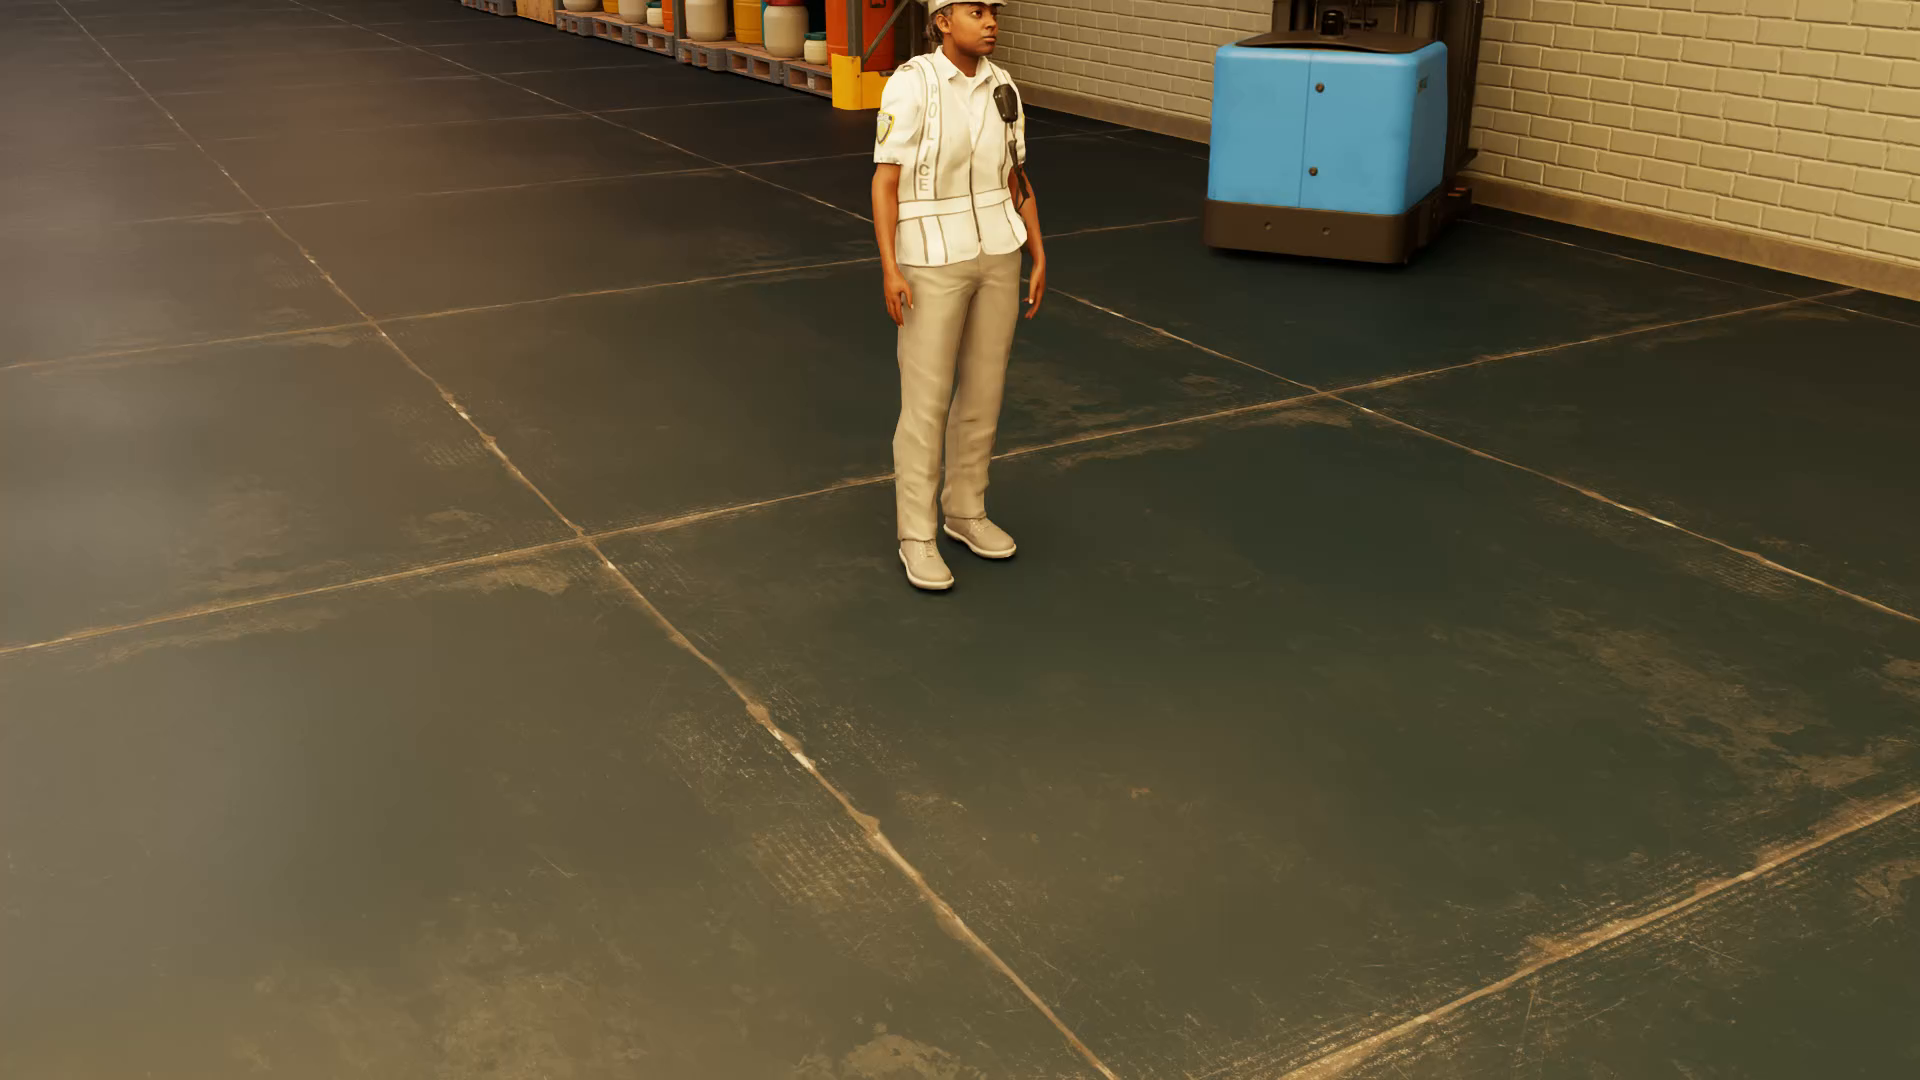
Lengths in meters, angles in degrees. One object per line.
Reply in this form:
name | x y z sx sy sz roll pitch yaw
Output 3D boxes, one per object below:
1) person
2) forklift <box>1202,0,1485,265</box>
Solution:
person | 0.021 -0.762 4.741 0.569 1.695 0.528 -12 25 -28
forklift | 2.368 -3.262 9.225 1.130 2.935 3.031 10 24 24
